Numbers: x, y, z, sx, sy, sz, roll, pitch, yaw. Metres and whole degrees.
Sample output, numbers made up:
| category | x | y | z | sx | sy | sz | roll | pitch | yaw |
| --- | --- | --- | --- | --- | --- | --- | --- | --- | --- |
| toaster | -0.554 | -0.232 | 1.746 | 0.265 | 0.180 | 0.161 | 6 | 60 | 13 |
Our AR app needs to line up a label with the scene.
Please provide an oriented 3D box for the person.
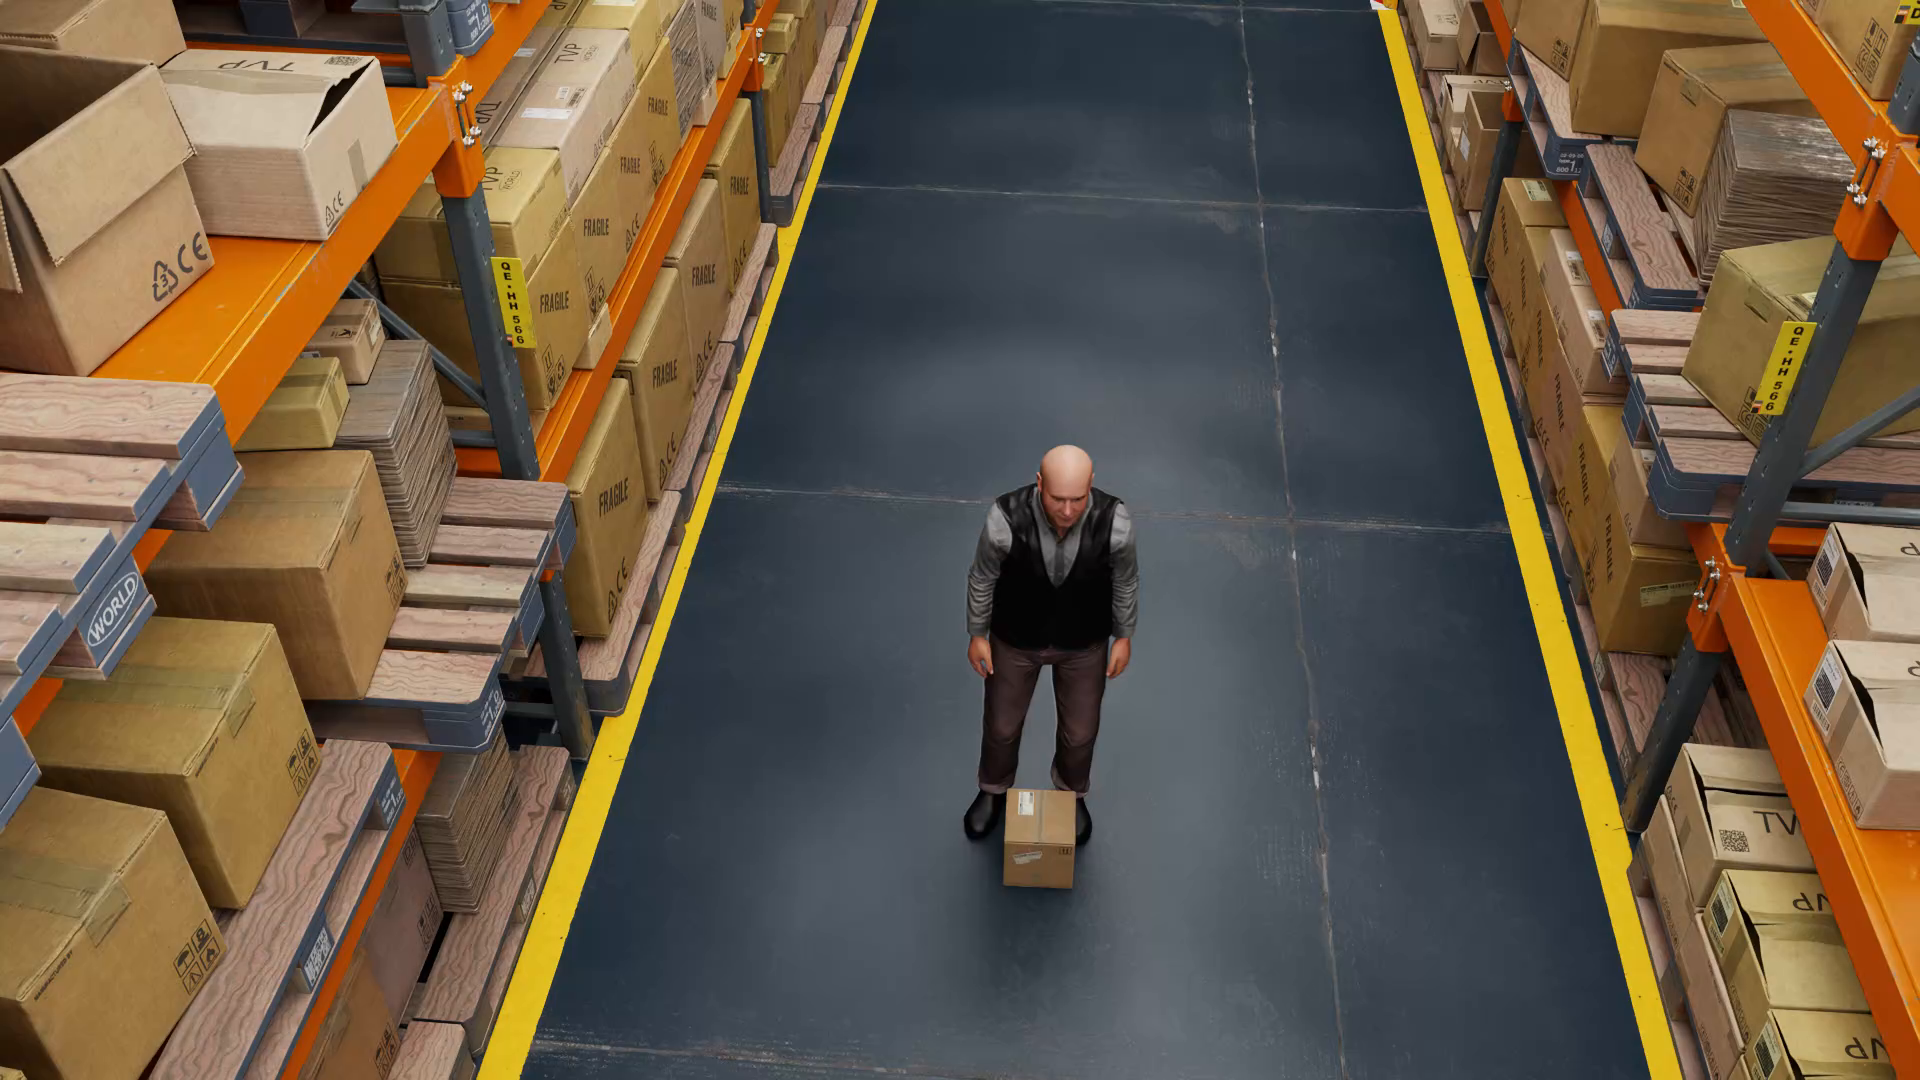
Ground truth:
| category | x | y | z | sx | sy | sz | roll | pitch | yaw |
| --- | --- | --- | --- | --- | --- | --- | --- | --- | --- |
| person | 0.312 | 0.338 | 5.770 | 0.592 | 1.720 | 0.424 | 1 | 40 | 1 |
